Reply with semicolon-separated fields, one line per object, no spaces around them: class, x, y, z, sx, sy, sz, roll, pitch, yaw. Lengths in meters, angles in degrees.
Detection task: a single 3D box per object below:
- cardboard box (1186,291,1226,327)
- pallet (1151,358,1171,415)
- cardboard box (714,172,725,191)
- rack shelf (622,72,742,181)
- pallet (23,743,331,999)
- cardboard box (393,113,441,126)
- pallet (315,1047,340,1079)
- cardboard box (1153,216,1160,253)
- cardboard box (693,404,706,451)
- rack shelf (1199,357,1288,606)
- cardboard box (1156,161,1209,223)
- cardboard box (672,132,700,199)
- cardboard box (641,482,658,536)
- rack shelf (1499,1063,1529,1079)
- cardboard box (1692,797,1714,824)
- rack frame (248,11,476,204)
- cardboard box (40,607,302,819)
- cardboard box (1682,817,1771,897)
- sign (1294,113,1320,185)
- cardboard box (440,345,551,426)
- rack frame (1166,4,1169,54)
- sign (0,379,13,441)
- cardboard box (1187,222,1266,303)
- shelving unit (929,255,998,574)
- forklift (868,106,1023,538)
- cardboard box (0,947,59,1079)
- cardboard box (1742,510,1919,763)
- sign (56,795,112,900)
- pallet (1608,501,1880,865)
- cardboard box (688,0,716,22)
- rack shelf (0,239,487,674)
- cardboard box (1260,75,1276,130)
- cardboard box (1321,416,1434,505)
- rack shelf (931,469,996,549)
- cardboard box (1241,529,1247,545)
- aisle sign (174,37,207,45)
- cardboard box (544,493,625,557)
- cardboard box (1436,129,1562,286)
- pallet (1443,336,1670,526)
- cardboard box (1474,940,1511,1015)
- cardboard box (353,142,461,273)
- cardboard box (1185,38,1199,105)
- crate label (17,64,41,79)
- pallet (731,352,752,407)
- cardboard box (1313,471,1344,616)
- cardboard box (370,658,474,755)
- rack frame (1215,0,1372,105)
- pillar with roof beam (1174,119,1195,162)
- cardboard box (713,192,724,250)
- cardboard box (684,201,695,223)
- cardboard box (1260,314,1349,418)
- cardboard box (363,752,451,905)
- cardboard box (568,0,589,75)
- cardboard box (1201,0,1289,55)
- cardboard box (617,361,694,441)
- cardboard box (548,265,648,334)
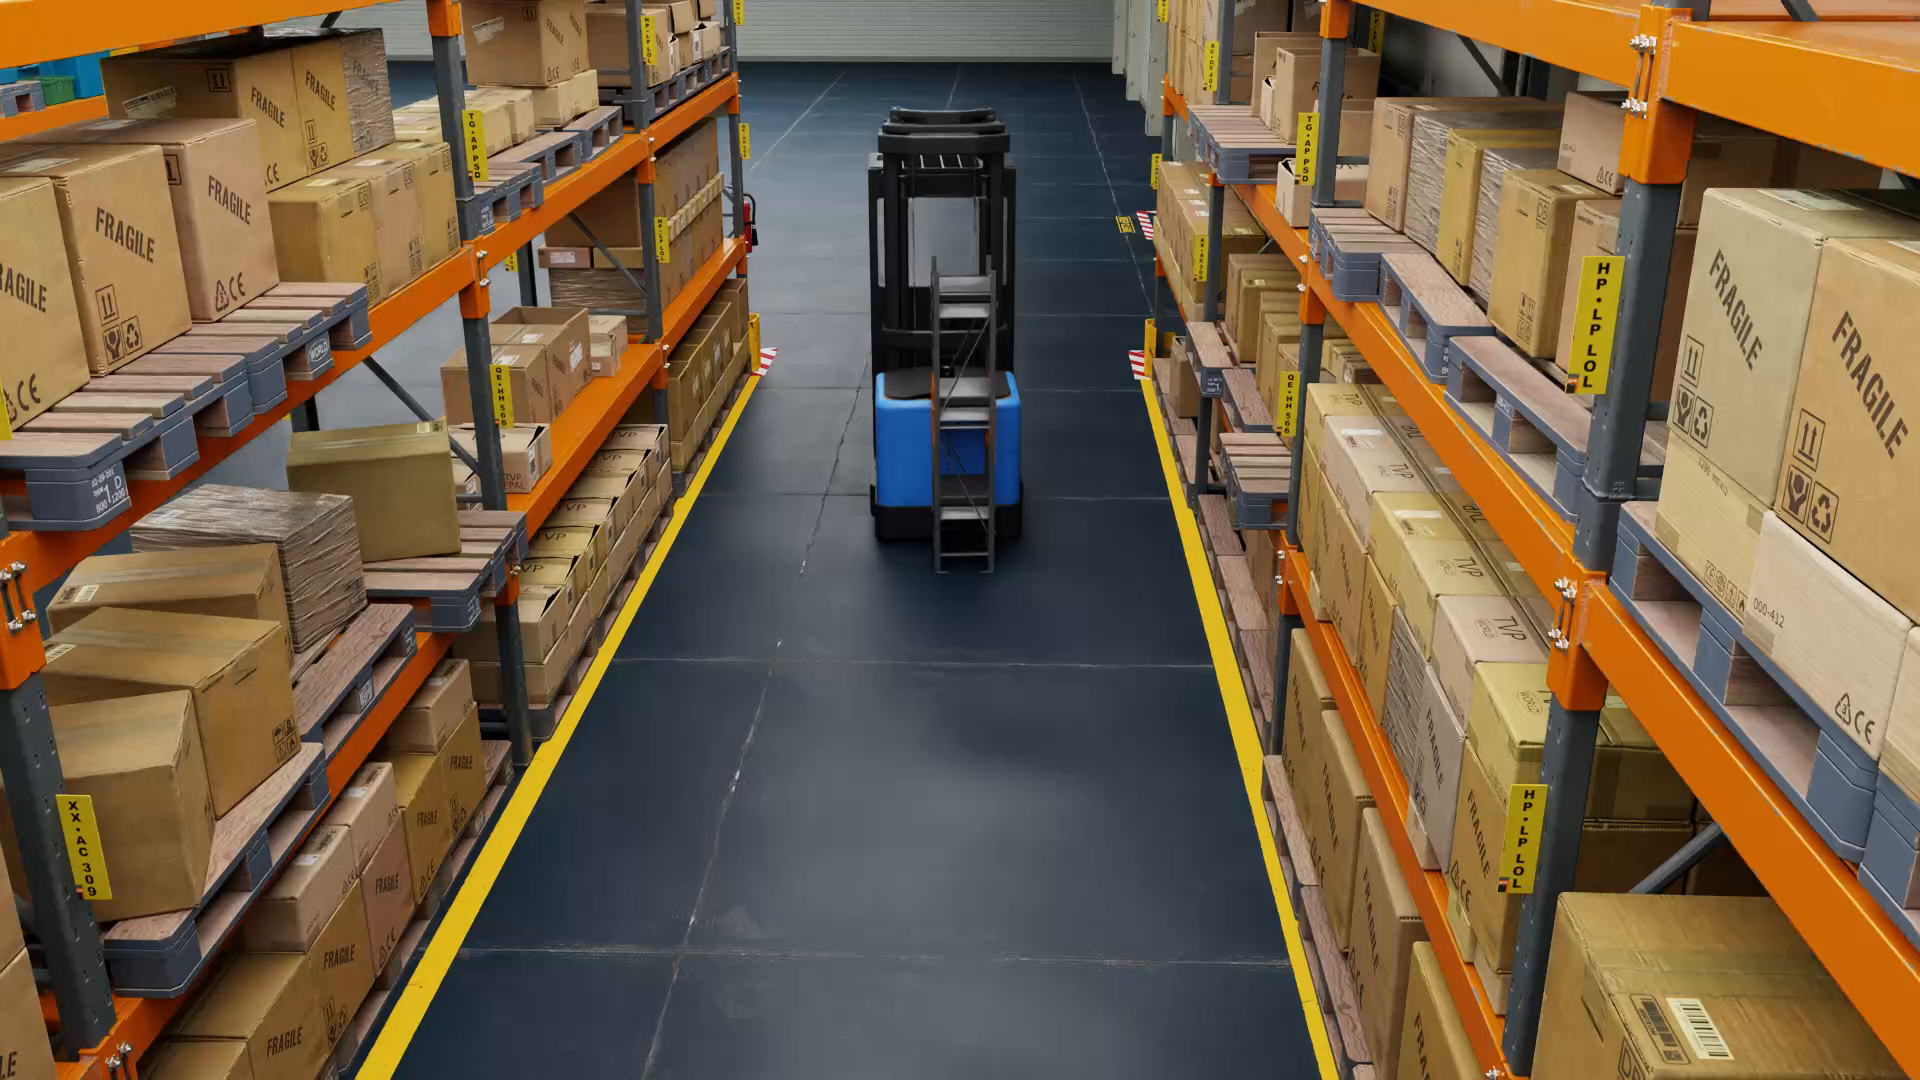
cardboard box;1.977;-1.715;12.482;0.500;0.250;0.500;1;21;2
pallet;2.324;-1.426;15.414;1.003;0.211;1.213;1;21;2
cardboard box;-2.386;-3.309;15.376;0.380;0.149;0.250;0;21;1
rack shelf;-2.626;-3.440;13.597;1.077;0.370;4.000;1;21;2
pallet;-2.796;1.040;5.467;1.003;0.211;1.213;1;21;2
cardboard box;-2.853;-2.087;8.740;0.500;0.250;0.500;1;21;3
pallet;-2.943;2.244;5.954;1.003;0.211;1.213;1;21;2
cardboard box;2.055;-2.814;15.314;0.500;0.250;0.500;0;21;0
cardboard box;-2.349;-0.913;13.456;0.500;0.250;0.500;1;21;2
rack shelf;2.204;-0.543;10.275;1.077;0.370;4.000;1;21;2
cardboard box;2.072;-3.167;15.187;0.500;0.500;0.500;1;21;2
cardboard box;-2.618;-3.192;14.176;0.700;0.500;0.500;1;21;2
cardboard box;-2.426;-0.232;11.701;0.500;0.250;0.500;0;21;1
rack shelf;1.961;2.350;2.820;1.077;0.370;4.000;1;21;2
cardboard box;2.296;0.584;4.764;0.500;0.250;0.500;1;21;3
rack frame;-2.808;-3.005;7.333;1.000;3.000;0.127;1;21;2
cardboard box;-2.734;0.578;5.674;0.700;0.500;0.500;4;22;10
cardboard box;2.288;0.933;4.900;0.500;0.500;0.500;0;21;0
sign;1.601;-1.801;7.662;0.100;0.325;0.005;1;21;2
cardboard box;-2.773;-0.861;9.964;0.500;0.500;0.500;0;21;-1
rack frame;2.387;-5.844;14.651;1.000;3.000;0.127;1;21;2
sign;-2.387;-0.398;4.046;0.100;0.325;0.005;1;21;2
cardboard box;1.970;-2.064;12.346;0.500;0.500;0.500;1;21;1
shelving unit;0.020;-0.837;11.284;0.431;2.100;0.503;-1;21;-2
forklift;-0.144;-1.864;12.782;1.130;2.935;3.031;-1;21;-2
cardboard box;-2.688;1.375;4.200;0.500;0.500;0.500;1;21;3
cardboard box;1.708;0.152;2.833;0.500;0.250;0.500;0;21;0
sign;-2.387;0.838;4.526;0.100;0.325;0.005;1;21;2
pallet;1.986;0.230;3.265;1.003;0.211;1.213;1;21;2
cardboard box;-2.586;-4.600;14.675;0.797;0.503;0.637;2;21;5
rack shelf;-2.869;-0.548;6.142;1.077;0.370;4.000;1;21;2
cardboard box;2.150;-2.734;10.325;0.500;0.311;0.500;1;21;3
cardboard box;1.856;-0.343;7.153;0.500;0.250;0.500;0;21;1
rack shelf;0.020;-0.172;11.542;0.431;0.518;0.480;-1;21;-2
cardboard box;2.294;-0.187;11.212;0.700;0.500;0.500;0;21;1
aisle sign;-7.217;-4.391;15.605;0.394;0.787;0.004;1;21;2
cardboard box;-2.458;-0.130;10.662;0.500;0.311;0.500;0;21;1
cardboard box;2.193;-1.237;6.177;0.700;0.500;0.500;2;21;4
pallet;2.000;-0.350;4.902;0.805;0.209;1.217;0;21;-1
cardboard box;1.749;1.274;4.919;0.380;0.149;0.250;1;21;2
cardboard box;-2.788;-1.495;7.450;0.910;0.500;0.500;1;21;2
cardboard box;2.040;-3.624;12.910;0.500;0.500;0.500;0;21;0
crate label;-7.903;-3.812;13.766;0.502;0.251;0.408;1;21;2
pallet;-2.546;-1.524;15.664;1.003;0.211;1.213;1;21;2
cardboard box;1.848;0.013;7.273;0.500;0.500;0.500;1;21;3
cardboard box;-2.599;0.764;7.724;0.500;0.250;0.500;1;21;4
rack frame;2.265;-4.398;10.923;1.000;3.000;0.127;1;21;2
pillar with roof beam;-0.708;-9.968;25.278;9.100;9.000;0.400;1;21;2
cardboard box;-2.592;-2.978;15.420;0.700;0.500;0.500;1;21;2
cardboard box;-2.431;-2.748;13.931;0.380;0.149;0.250;0;21;1
cardboard box;2.163;-1.027;9.783;0.700;0.500;0.500;1;21;2
cardboard box;-2.618;1.280;7.430;0.500;0.500;0.500;0;21;0
cardboard box;-2.745;-3.306;10.845;0.500;0.500;0.500;1;21;2
cardboard box;2.009;-3.706;11.738;0.500;0.500;0.500;-1;21;-3
cardboard box;-2.359;-1.082;12.855;0.500;0.500;0.500;1;21;2
cardboard box;-2.679;-1.861;12.541;0.700;0.500;0.500;0;21;0
